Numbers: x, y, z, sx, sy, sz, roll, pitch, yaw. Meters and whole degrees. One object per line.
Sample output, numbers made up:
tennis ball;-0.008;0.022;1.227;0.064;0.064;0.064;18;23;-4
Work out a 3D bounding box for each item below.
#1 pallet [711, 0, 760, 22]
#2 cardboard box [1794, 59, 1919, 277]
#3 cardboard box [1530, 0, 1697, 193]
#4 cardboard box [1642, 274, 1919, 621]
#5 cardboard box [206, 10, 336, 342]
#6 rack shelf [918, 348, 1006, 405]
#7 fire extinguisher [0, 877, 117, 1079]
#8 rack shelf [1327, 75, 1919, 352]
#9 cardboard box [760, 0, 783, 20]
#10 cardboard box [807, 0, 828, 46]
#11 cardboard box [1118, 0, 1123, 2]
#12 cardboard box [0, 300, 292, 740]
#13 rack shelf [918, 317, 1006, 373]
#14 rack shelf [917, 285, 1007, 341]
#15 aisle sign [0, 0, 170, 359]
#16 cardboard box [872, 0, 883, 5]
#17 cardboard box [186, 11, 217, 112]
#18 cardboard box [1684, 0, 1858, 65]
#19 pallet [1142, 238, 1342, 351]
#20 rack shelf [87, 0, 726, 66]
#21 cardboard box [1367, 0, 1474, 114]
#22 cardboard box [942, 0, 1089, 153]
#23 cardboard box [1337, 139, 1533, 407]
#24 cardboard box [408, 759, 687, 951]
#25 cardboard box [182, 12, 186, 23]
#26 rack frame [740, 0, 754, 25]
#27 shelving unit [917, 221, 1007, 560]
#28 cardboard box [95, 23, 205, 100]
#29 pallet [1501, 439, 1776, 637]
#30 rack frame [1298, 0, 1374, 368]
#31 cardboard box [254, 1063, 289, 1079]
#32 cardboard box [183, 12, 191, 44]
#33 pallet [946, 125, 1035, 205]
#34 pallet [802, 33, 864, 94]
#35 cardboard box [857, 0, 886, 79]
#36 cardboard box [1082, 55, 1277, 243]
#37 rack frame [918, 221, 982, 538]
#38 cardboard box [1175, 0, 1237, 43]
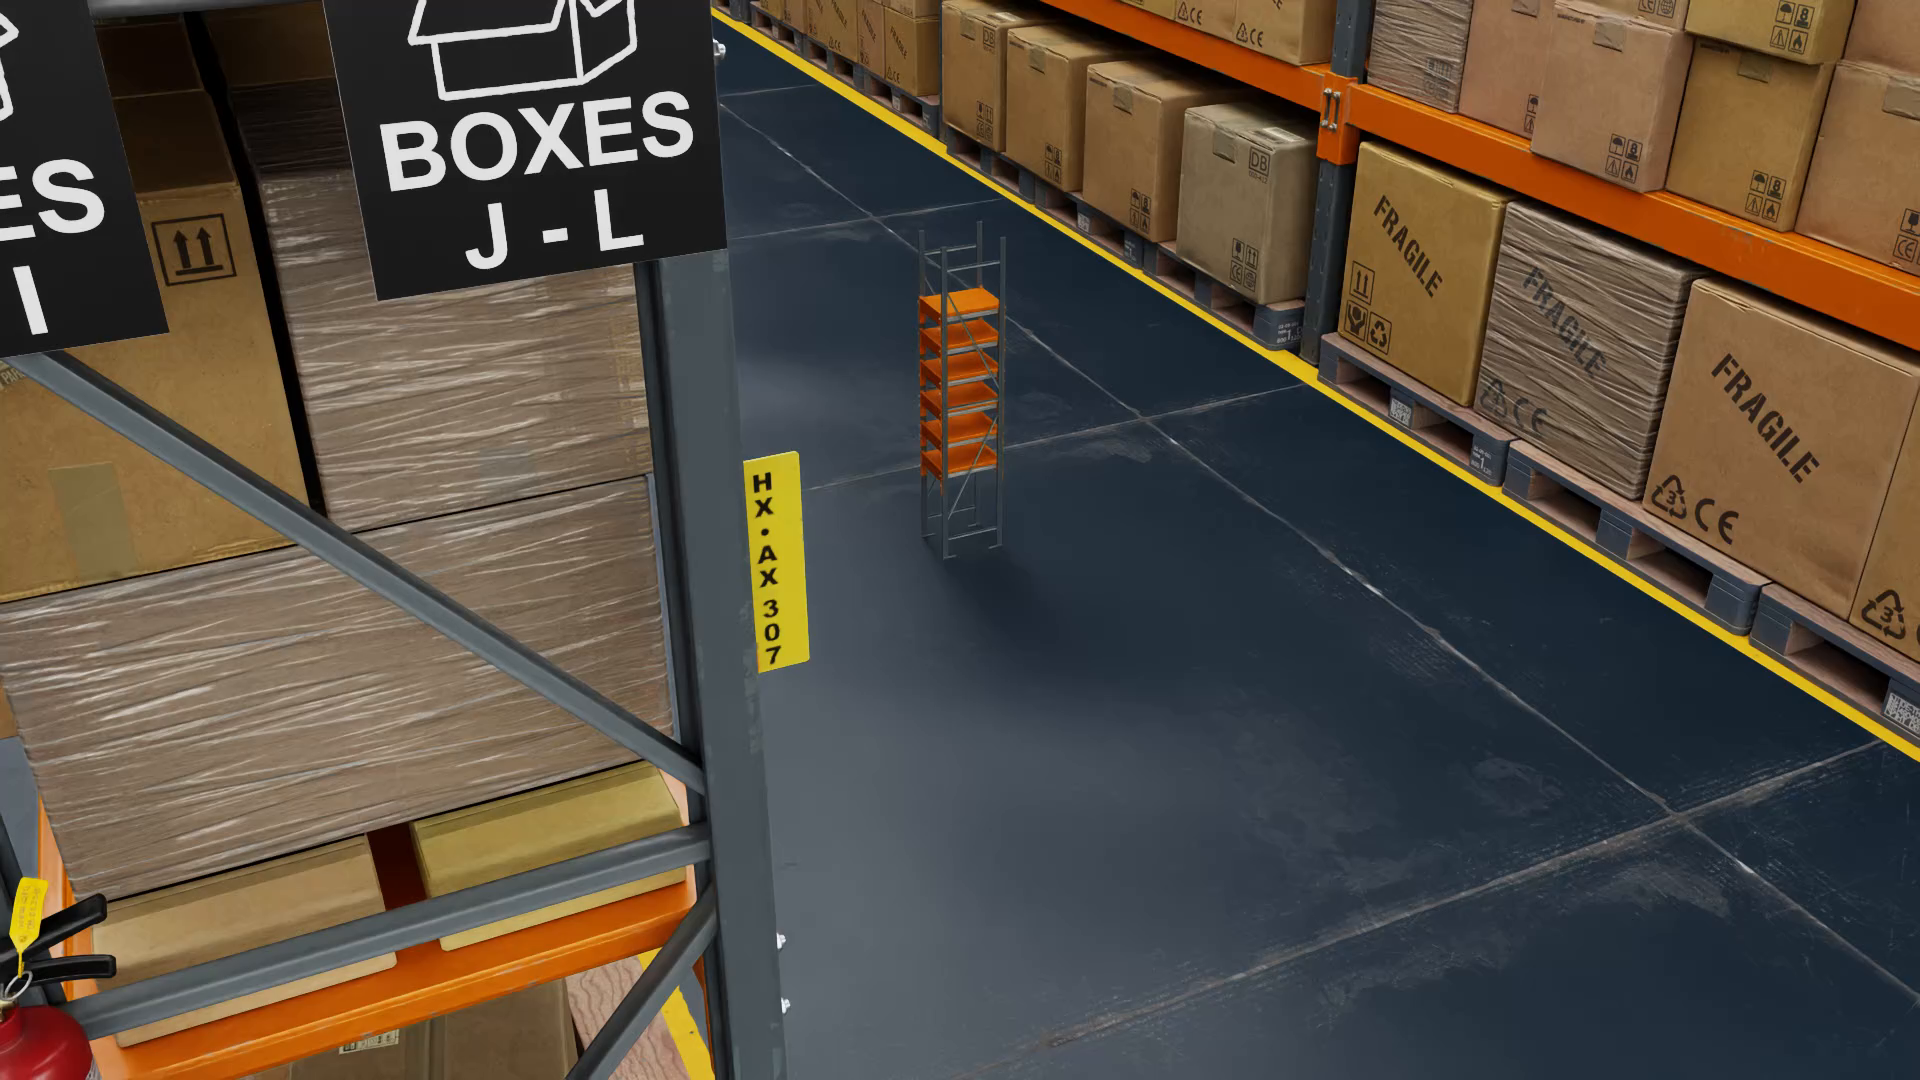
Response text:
pallet;-1.696;-4.843;14.671;1.003;0.211;1.213;-13;32;-22
cardboard box;3.193;-1.201;5.172;0.875;0.550;0.550;-13;32;-22
cardboard box;2.610;-1.640;5.954;0.875;0.550;0.550;-13;32;-22
cardboard box;3.046;-0.399;5.639;0.875;0.875;0.875;-14;32;-23
cardboard box;-0.945;-0.604;2.832;0.500;0.500;0.500;-13;32;-22
rack shelf;0.006;-0.583;5.908;0.258;0.103;0.180;-13;32;-22
fire extinguisher;-1.114;0.709;1.998;0.296;0.674;0.183;-13;32;-22
rack shelf;2.918;-1.039;5.771;1.077;0.370;4.000;-13;32;-22
cardboard box;-1.298;-4.481;13.300;0.500;0.500;0.500;-12;31;-20
cardboard box;-0.832;-4.019;12.476;0.500;0.500;0.500;-13;32;-21
cardboard box;0.940;-3.124;8.652;0.500;0.500;0.500;-13;32;-22
cardboard box;-1.281;-0.090;2.937;0.875;0.500;0.500;-13;32;-22
rack shelf;0.006;-0.688;5.849;0.258;0.103;0.180;-13;32;-22
rack shelf;0.006;-0.792;5.791;0.258;0.103;0.180;-13;32;-22
aisle sign;-0.991;-0.516;1.445;0.394;0.787;0.004;-13;32;-22
cardboard box;-0.415;-3.891;11.481;0.500;0.250;0.500;-13;32;-21
cardboard box;-1.381;-1.044;3.617;0.500;0.500;0.500;-13;32;-22
cardboard box;2.870;-1.884;5.285;0.875;0.550;0.500;-13;32;-22
pallet;1.660;-1.345;8.432;1.003;0.211;1.213;-13;32;-22
rack shelf;-1.605;-1.350;3.260;1.077;0.370;4.000;-13;32;-22
cardboard box;2.228;-2.141;6.848;0.875;0.550;0.550;-13;32;-22
cardboard box;0.522;-2.917;10.256;1.050;0.750;0.750;-14;32;-23
cardboard box;2.266;-1.200;7.066;0.875;0.875;0.875;-13;32;-21
cardboard box;-0.654;0.461;2.617;0.380;0.149;0.250;-13;32;-22
cardboard box;-1.845;-0.936;3.425;0.500;0.500;0.500;-13;32;-22
rack frame;-1.375;-5.770;13.473;1.000;3.000;0.127;-13;32;-22
shelving unit;0.006;-0.517;5.945;0.258;1.200;0.189;-13;32;-22
cardboard box;-1.426;-0.493;2.633;0.500;0.500;0.500;-13;32;-22
pallet;2.843;-0.128;6.262;1.003;0.211;1.213;-13;32;-22
rack frame;2.059;-2.236;7.171;1.000;3.000;0.127;-13;32;-22
cardboard box;-1.287;0.899;3.707;0.500;0.500;0.500;-5;30;-9
cardboard box;-1.806;-1.487;4.407;0.500;0.500;0.500;-13;32;-22
pallet;0.612;-2.423;10.355;1.003;0.211;1.213;-13;32;-22
pallet;-0.512;-3.670;12.580;1.003;0.211;1.213;-13;32;-22
cardboard box;-0.396;-3.562;11.661;0.500;0.500;0.500;-12;31;-20
cardboard box;1.301;-2.120;8.835;1.050;0.750;0.750;-13;32;-22
rack frame;-0.033;-0.557;6.017;0.240;1.200;0.006;-13;32;-22
cardboard box;1.377;-2.677;7.855;0.500;0.500;0.500;-13;32;-23
